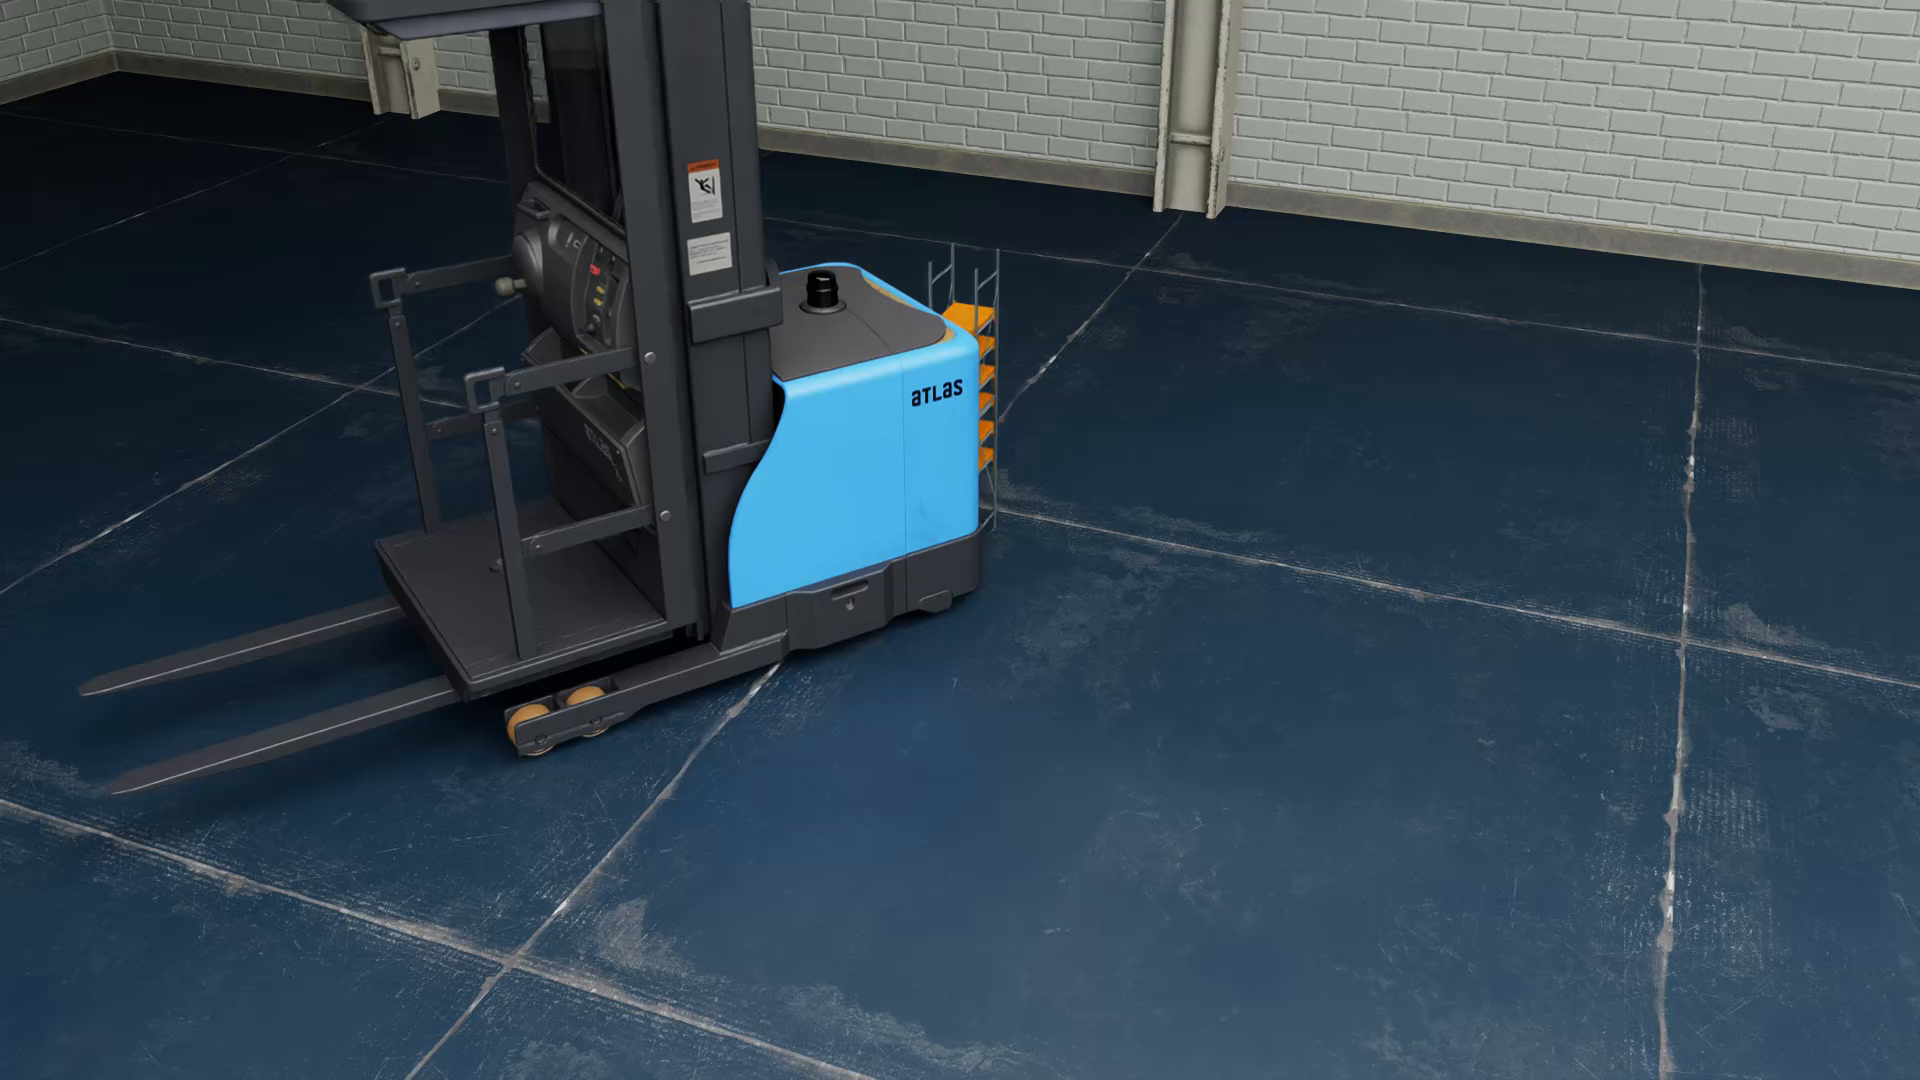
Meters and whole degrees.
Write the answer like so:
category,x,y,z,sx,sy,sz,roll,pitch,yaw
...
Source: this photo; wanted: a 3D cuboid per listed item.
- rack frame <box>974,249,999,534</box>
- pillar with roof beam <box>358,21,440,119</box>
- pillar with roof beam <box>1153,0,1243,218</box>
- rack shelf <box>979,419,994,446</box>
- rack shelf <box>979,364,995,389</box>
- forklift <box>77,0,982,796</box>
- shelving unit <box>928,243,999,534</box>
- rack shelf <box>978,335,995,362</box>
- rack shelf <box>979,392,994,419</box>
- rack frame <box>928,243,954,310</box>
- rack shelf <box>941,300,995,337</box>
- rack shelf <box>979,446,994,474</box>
category,x,y,z,sx,sy,sz,roll,pitch,yaw
rack frame,0.100,-0.517,6.446,0.006,1.200,0.240,11,31,19
pillar with roof beam,-5.735,-5.154,6.724,0.400,9.000,9.100,11,31,19
pillar with roof beam,-0.175,-4.044,4.760,0.400,9.000,9.100,11,31,19
rack shelf,0.015,-0.391,6.557,0.180,0.103,0.258,11,31,19
rack shelf,0.016,-0.600,6.439,0.180,0.103,0.258,11,31,19
forklift,-1.435,-0.861,5.295,3.031,2.935,1.130,-17,34,-28
shelving unit,0.016,-0.534,6.476,0.189,1.200,0.258,11,31,19
rack shelf,0.016,-0.705,6.380,0.180,0.103,0.258,11,31,19
rack shelf,0.016,-0.496,6.498,0.180,0.103,0.258,11,31,19
rack frame,-0.069,-0.551,6.506,0.006,1.200,0.240,11,31,19
rack shelf,0.016,-0.809,6.321,0.180,0.103,0.258,11,31,19
rack shelf,0.015,-0.287,6.616,0.180,0.103,0.258,11,31,19
